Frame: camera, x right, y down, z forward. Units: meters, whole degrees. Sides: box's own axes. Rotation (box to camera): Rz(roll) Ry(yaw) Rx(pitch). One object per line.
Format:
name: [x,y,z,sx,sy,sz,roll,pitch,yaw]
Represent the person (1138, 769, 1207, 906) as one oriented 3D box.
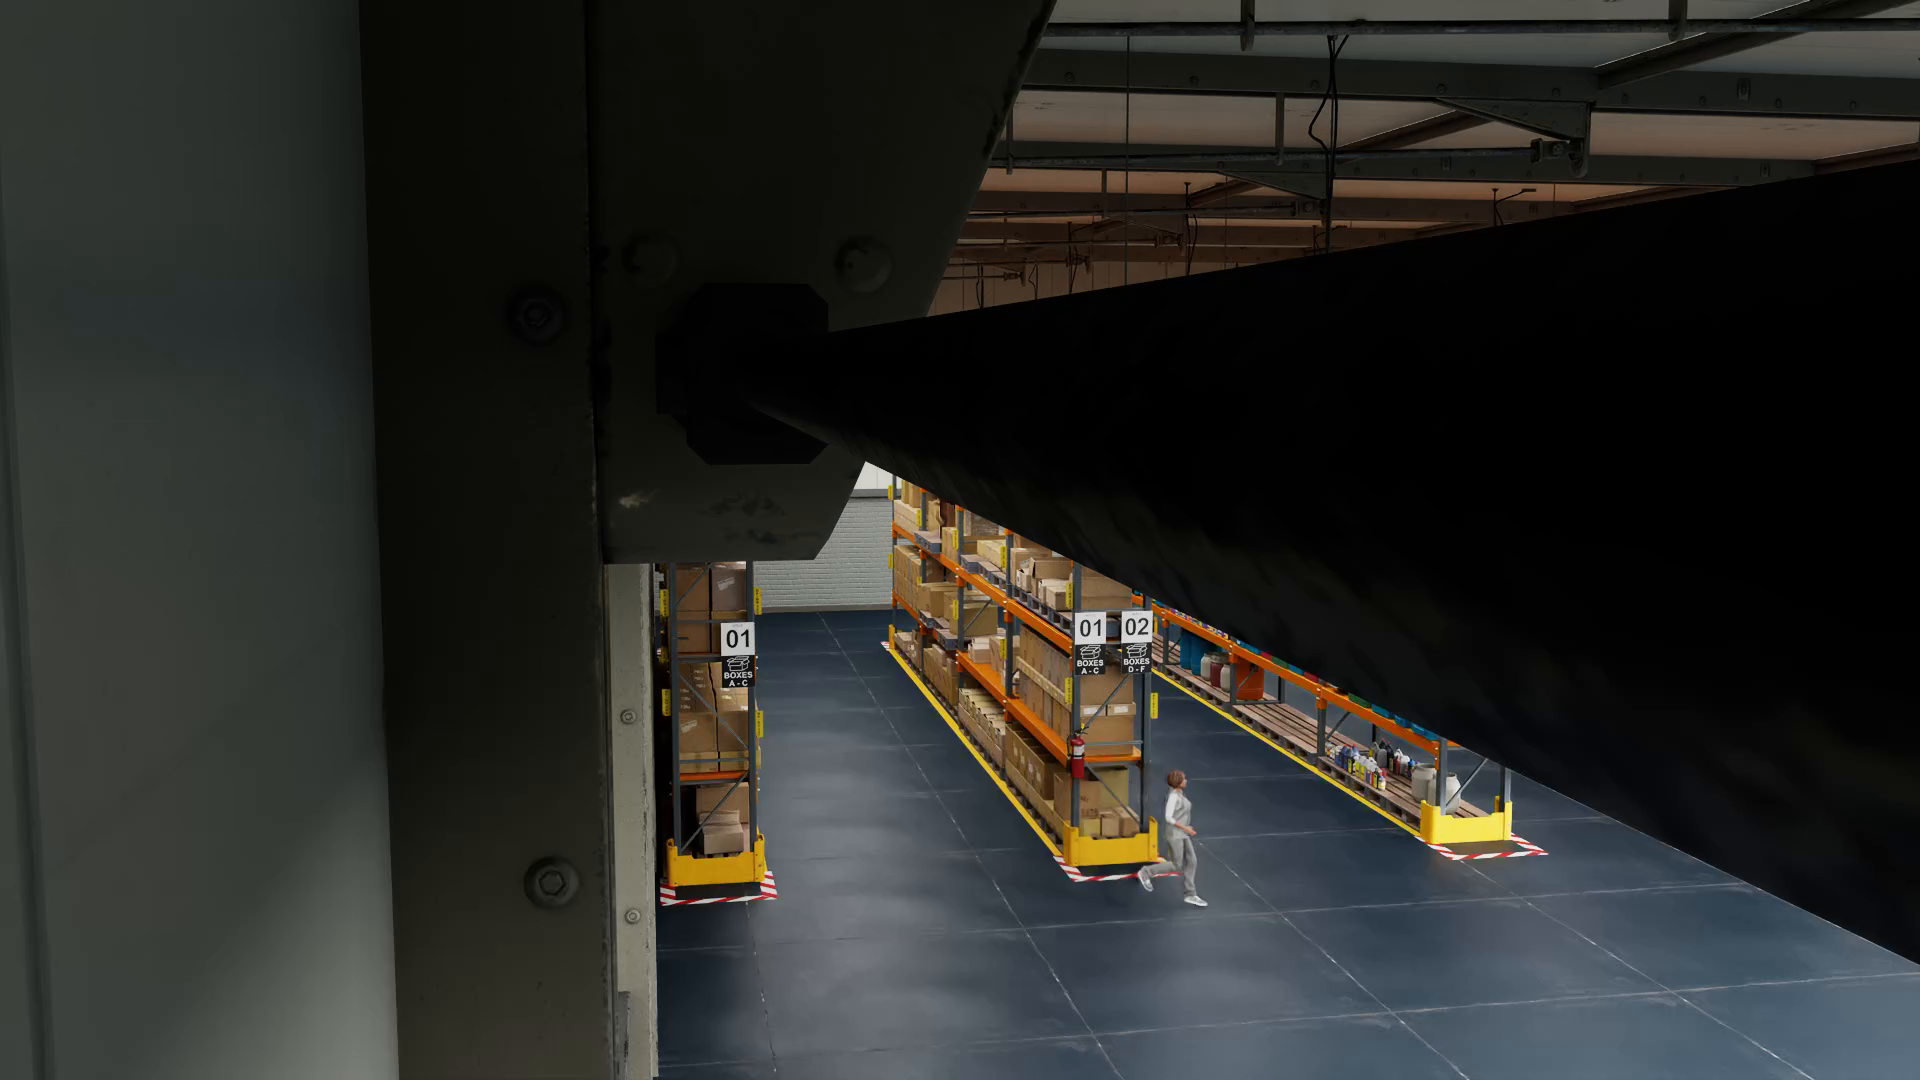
person: [2.506,3.459,19.443,0.818,1.579,0.565,2,6,17]
